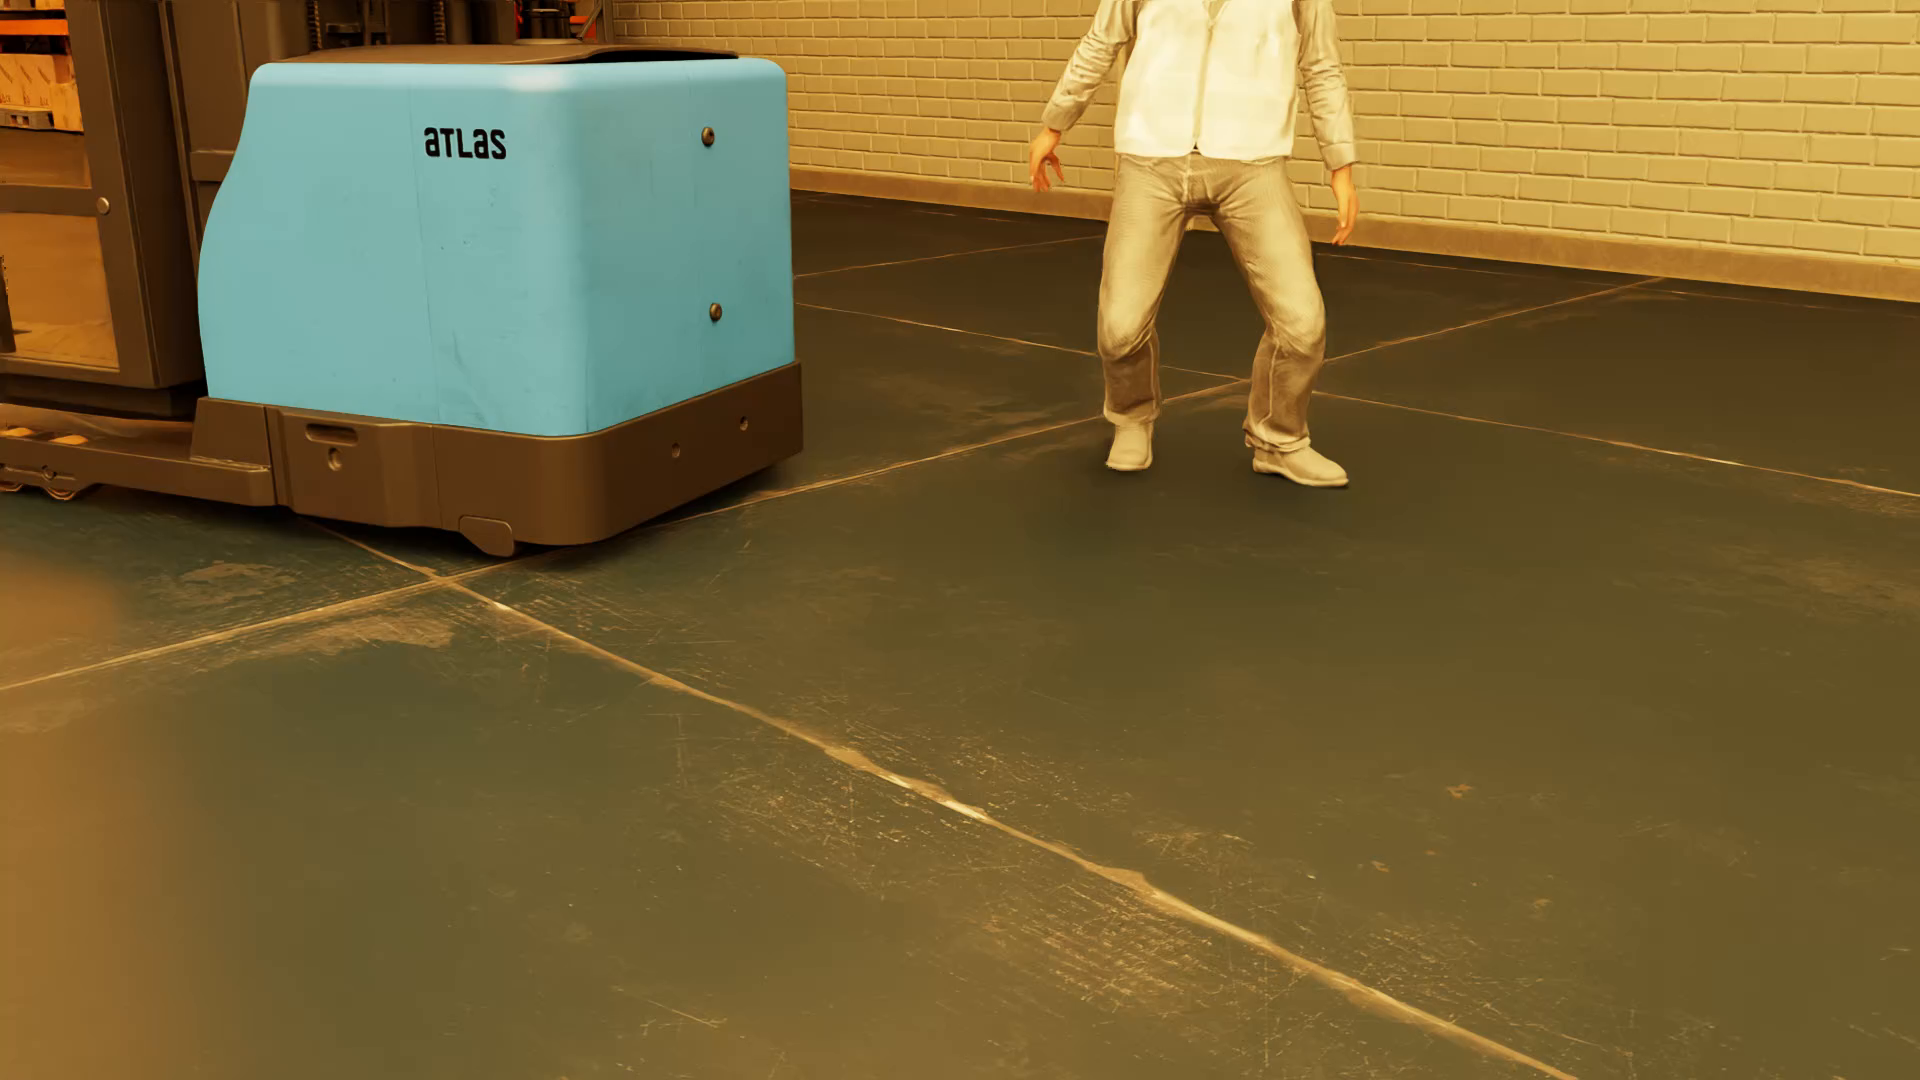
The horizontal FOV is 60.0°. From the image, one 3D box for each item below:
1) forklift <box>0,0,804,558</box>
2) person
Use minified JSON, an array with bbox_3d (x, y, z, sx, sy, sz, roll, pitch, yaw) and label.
[{"bbox_3d":[-1.980,-1.632,4.214,3.031,2.935,1.130,8,19,23],"label":"forklift"},{"bbox_3d":[0.602,-0.989,4.244,0.873,1.699,0.486,4,18,12],"label":"person"}]
